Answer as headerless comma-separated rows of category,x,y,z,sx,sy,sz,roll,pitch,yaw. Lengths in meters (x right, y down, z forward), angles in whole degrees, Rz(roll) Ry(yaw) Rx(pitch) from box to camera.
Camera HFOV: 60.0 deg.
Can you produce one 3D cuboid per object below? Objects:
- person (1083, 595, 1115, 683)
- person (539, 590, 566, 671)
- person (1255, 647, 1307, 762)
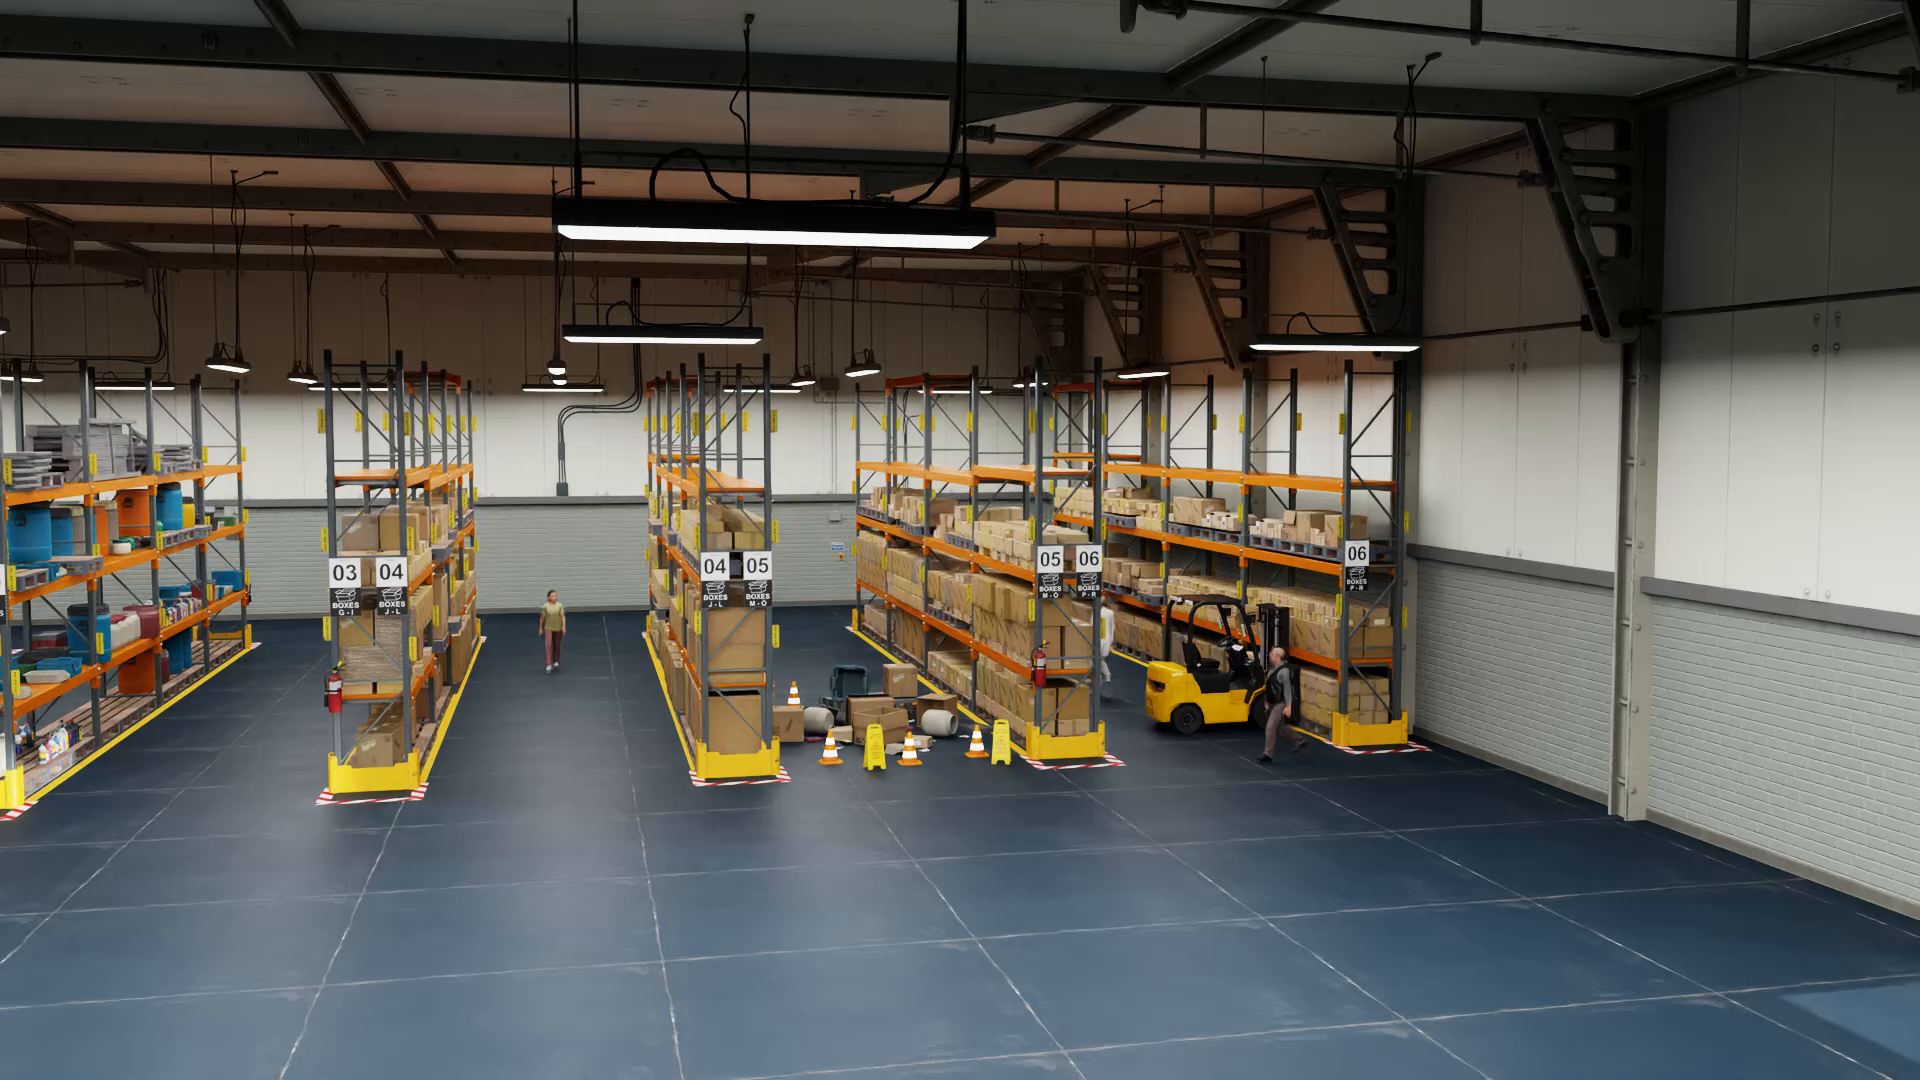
person,2.604,1.838,30.658,0.597,1.644,0.715,-2,4,-22
person,-8.278,1.819,33.775,0.524,1.600,1.044,-1,4,-18
person,4.783,2.433,24.742,0.964,1.690,0.561,-1,4,-20
